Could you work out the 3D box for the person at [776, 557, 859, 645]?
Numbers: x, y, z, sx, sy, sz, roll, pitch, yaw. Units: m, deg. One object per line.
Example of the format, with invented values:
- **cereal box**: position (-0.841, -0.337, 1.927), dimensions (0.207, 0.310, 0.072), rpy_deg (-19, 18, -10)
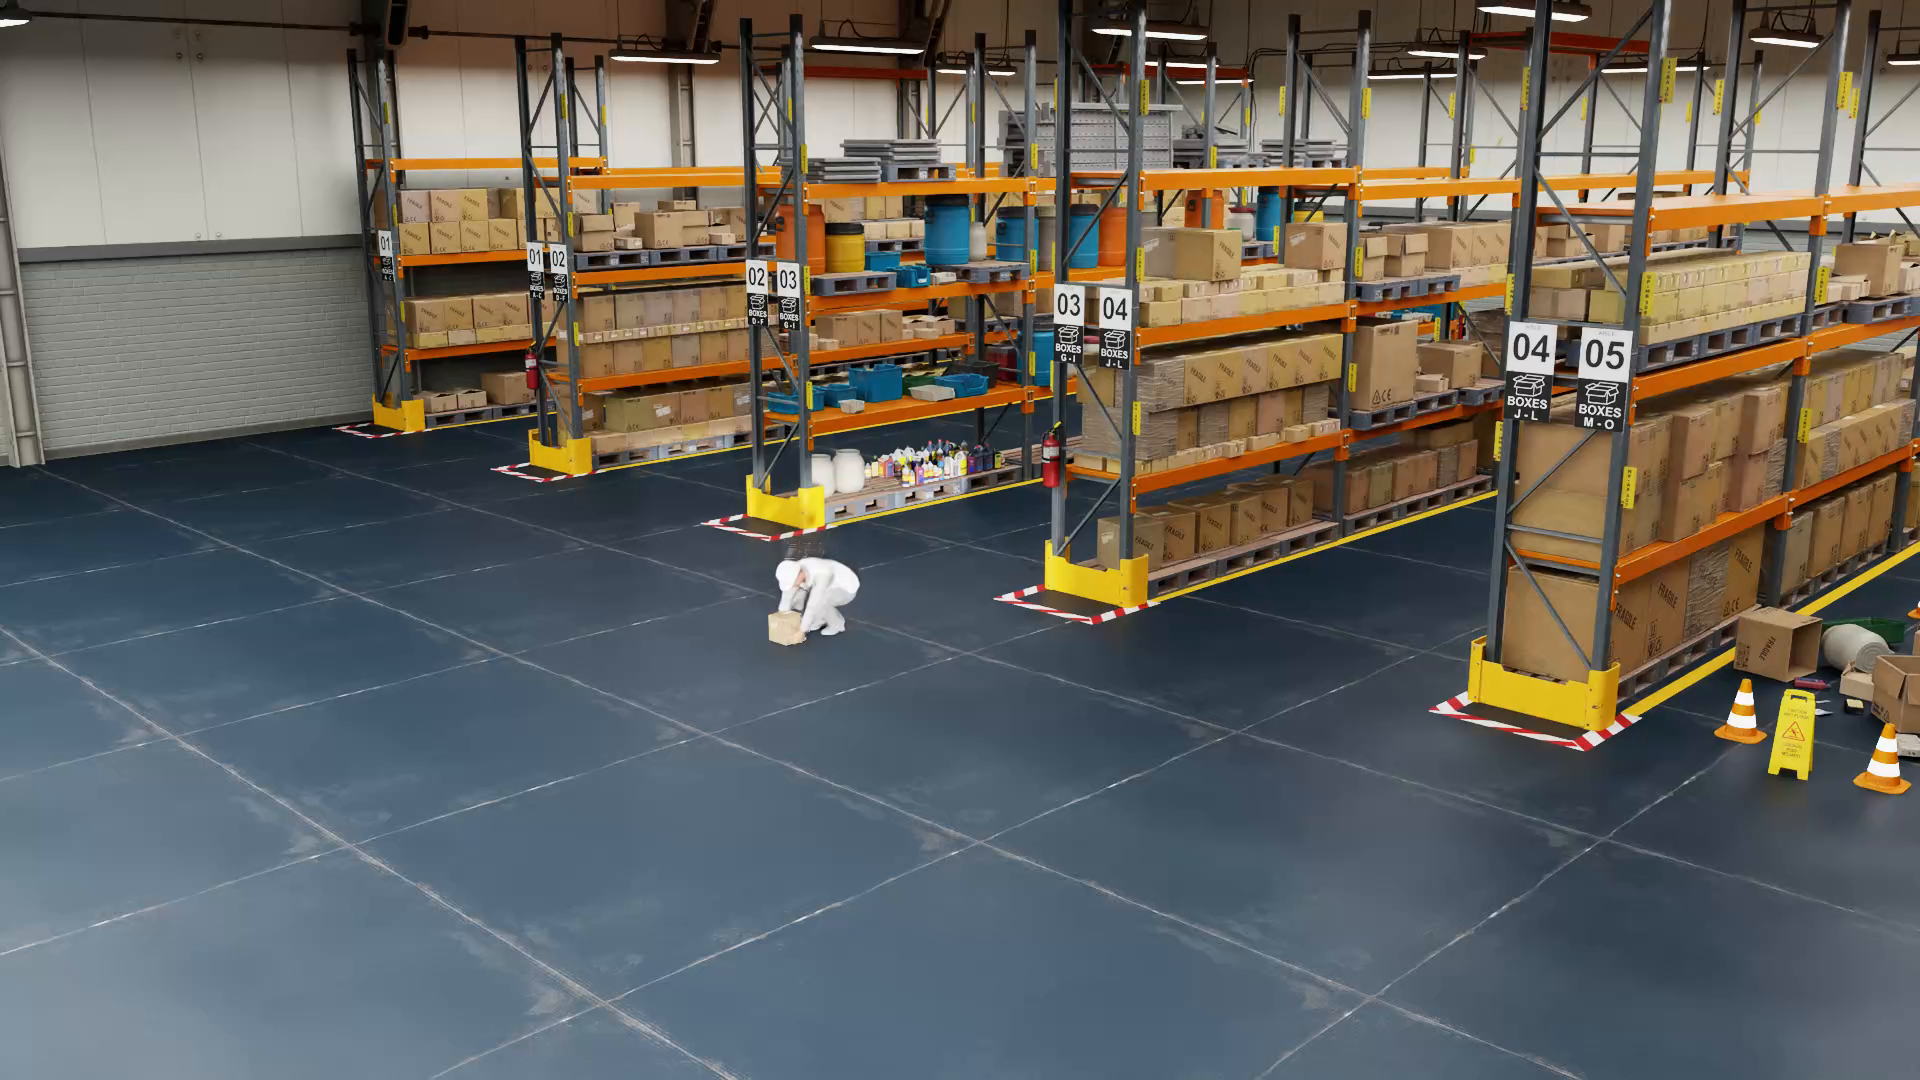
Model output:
- **person**: position (-1.392, 0.537, 15.911), dimensions (0.508, 0.852, 0.948), rpy_deg (13, 19, 42)
